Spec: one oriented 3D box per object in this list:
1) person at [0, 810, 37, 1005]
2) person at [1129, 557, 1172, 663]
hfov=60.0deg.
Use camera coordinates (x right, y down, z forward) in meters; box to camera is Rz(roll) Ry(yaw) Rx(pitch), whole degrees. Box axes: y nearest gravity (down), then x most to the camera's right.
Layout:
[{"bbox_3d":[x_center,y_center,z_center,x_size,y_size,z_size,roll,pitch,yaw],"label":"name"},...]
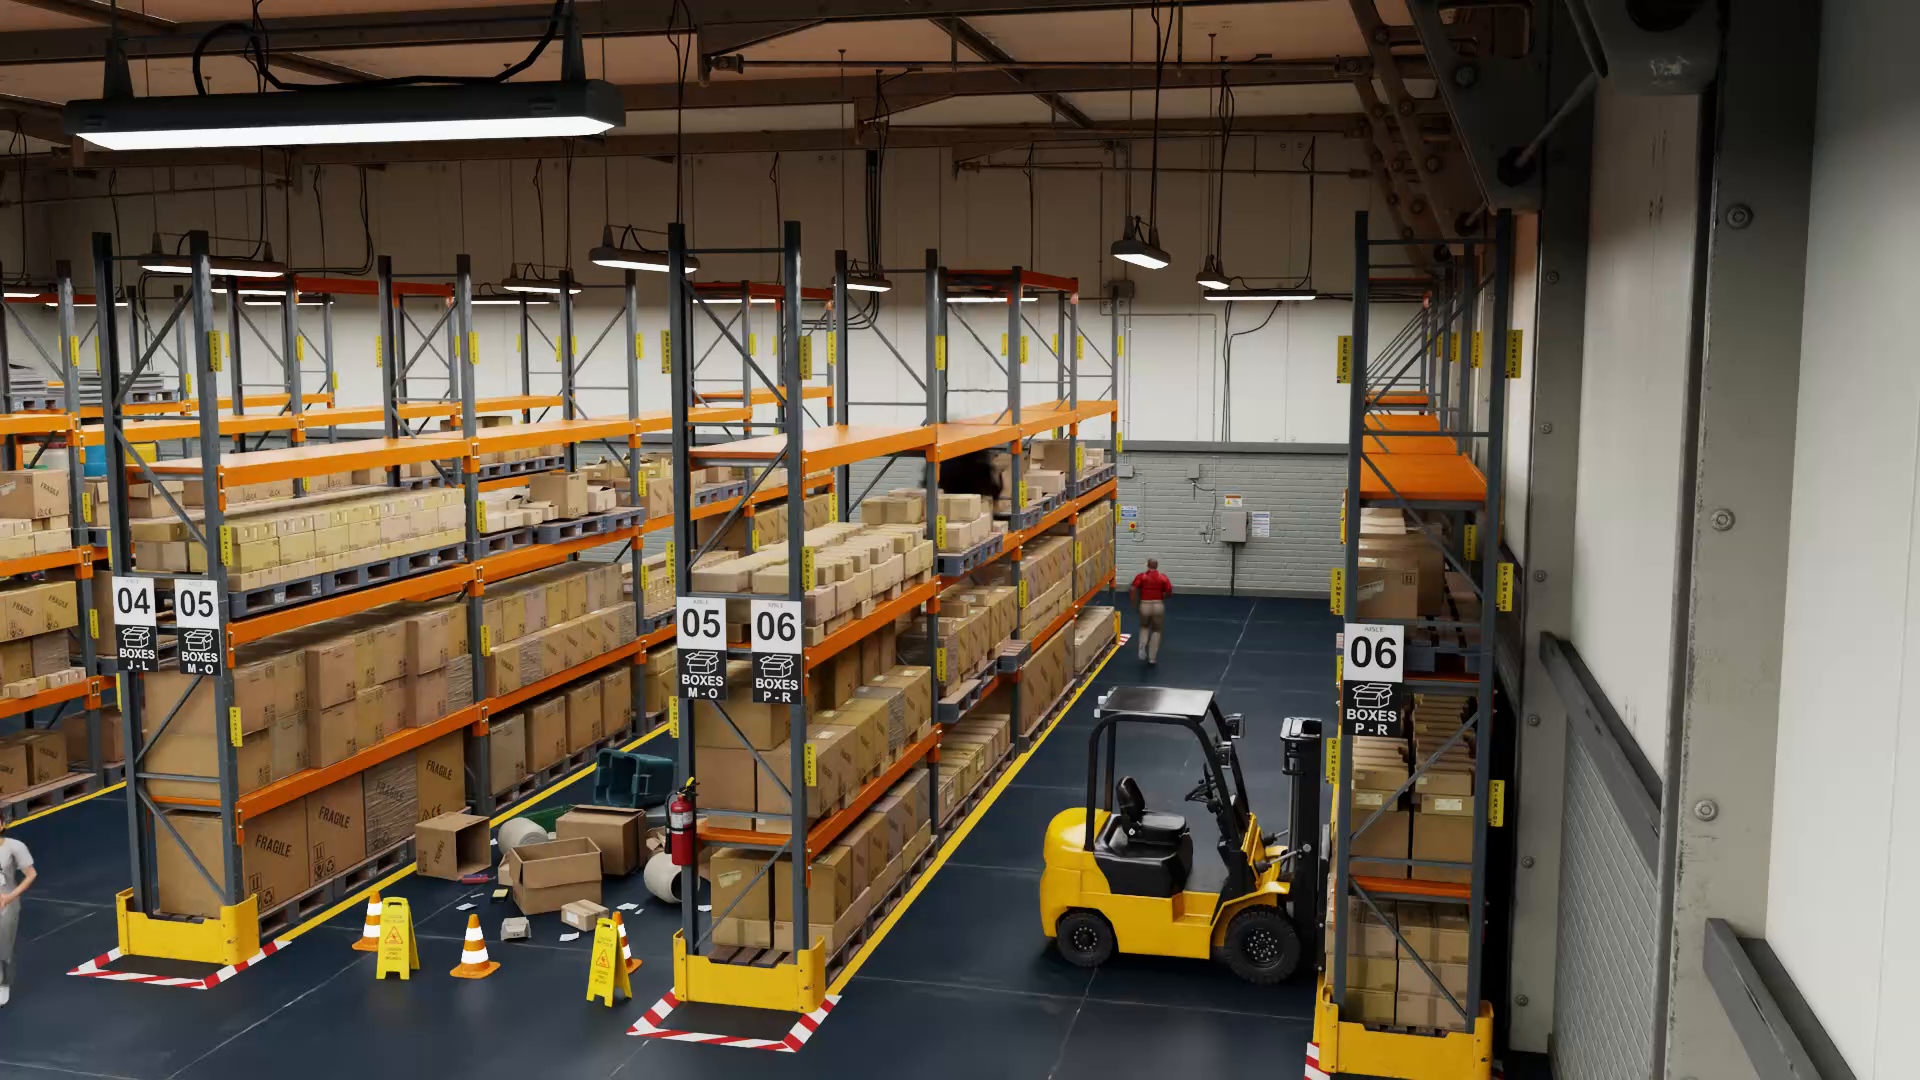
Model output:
[{"bbox_3d":[-7.249,2.824,12.496,0.580,1.690,0.886,-3,8,-26],"label":"person"},{"bbox_3d":[3.042,1.101,26.464,0.651,1.688,0.607,1,7,11],"label":"person"}]
